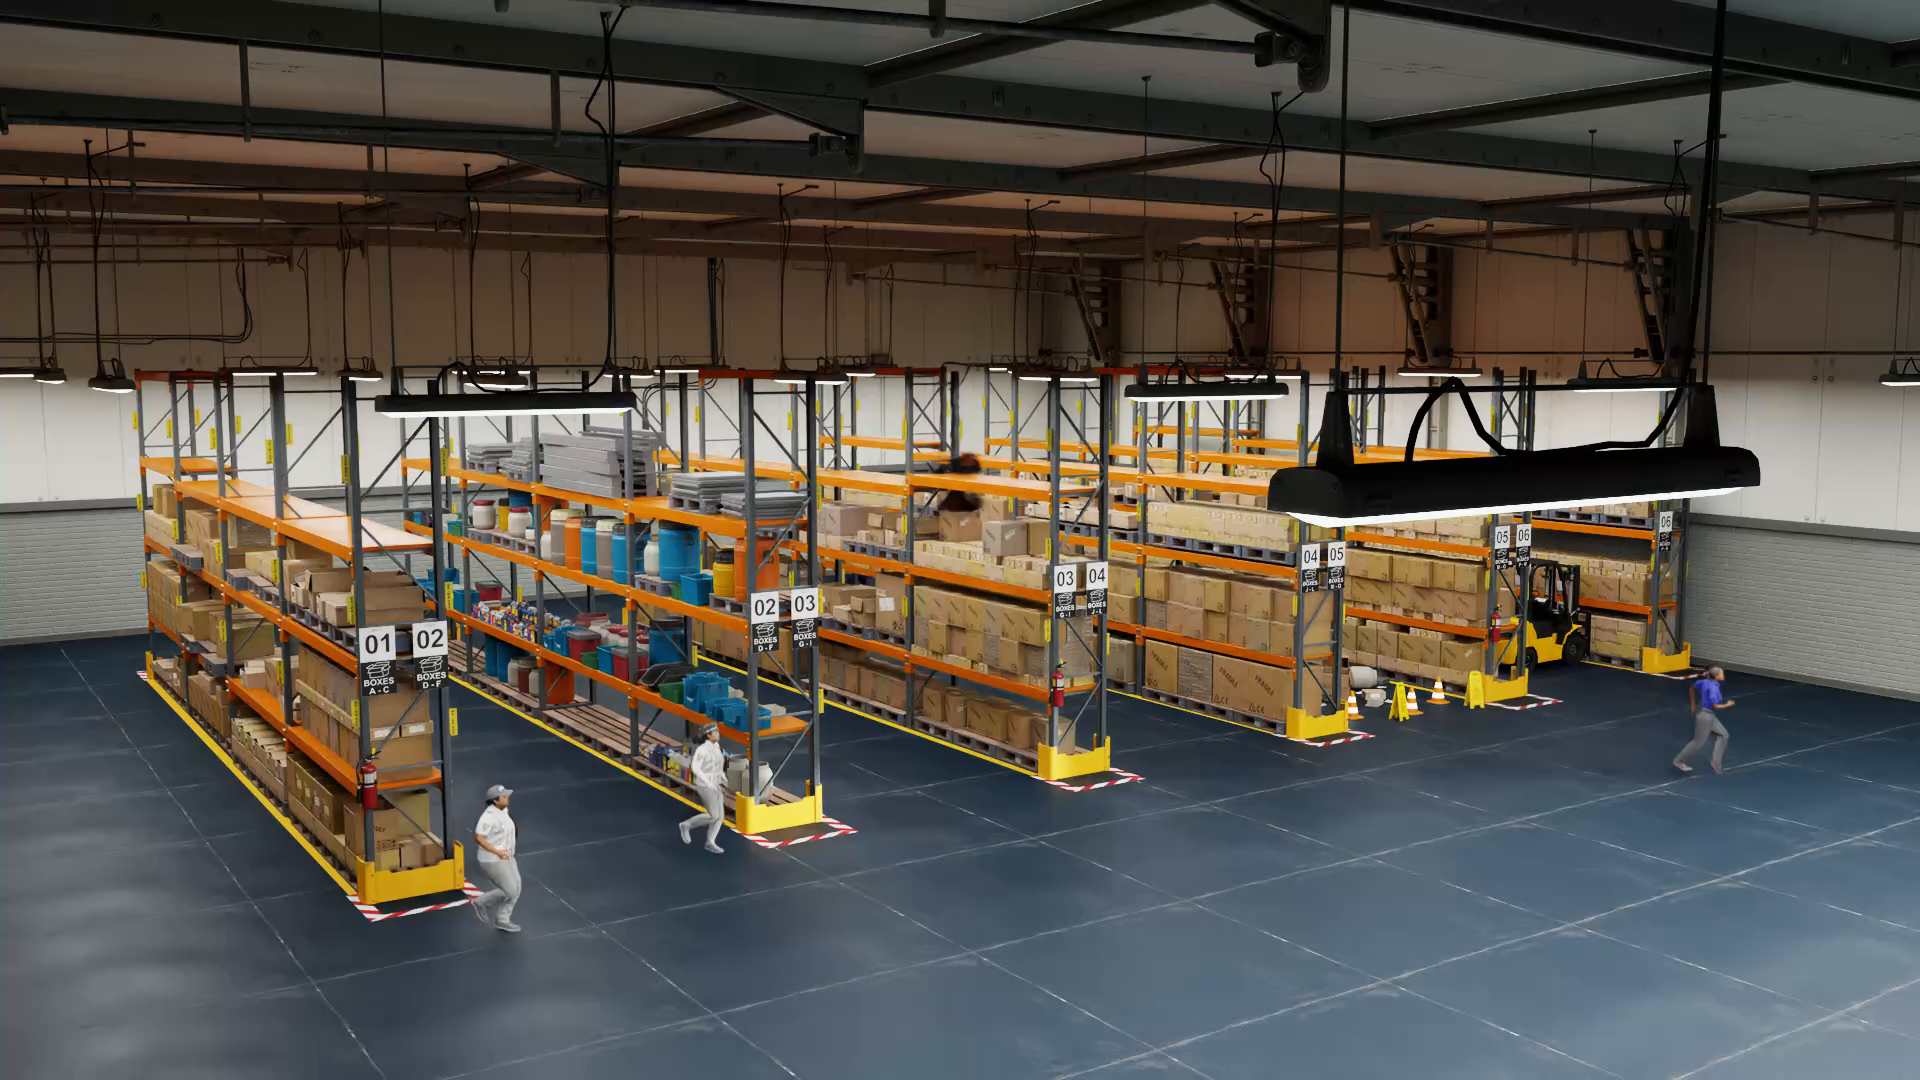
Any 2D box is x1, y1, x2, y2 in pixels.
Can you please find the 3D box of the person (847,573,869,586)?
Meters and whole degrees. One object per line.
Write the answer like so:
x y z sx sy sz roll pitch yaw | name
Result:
-2.550 0.803 42.156 0.642 1.650 0.757 2 7 15 | person

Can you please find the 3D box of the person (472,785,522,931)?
-5.076 3.488 18.206 0.532 1.639 0.640 1 6 6 | person

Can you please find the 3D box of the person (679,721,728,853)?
-3.245 3.137 21.264 0.594 1.653 0.650 2 7 15 | person

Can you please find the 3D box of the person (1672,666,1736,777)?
11.152 2.714 24.917 0.831 1.683 0.599 2 7 15 | person
